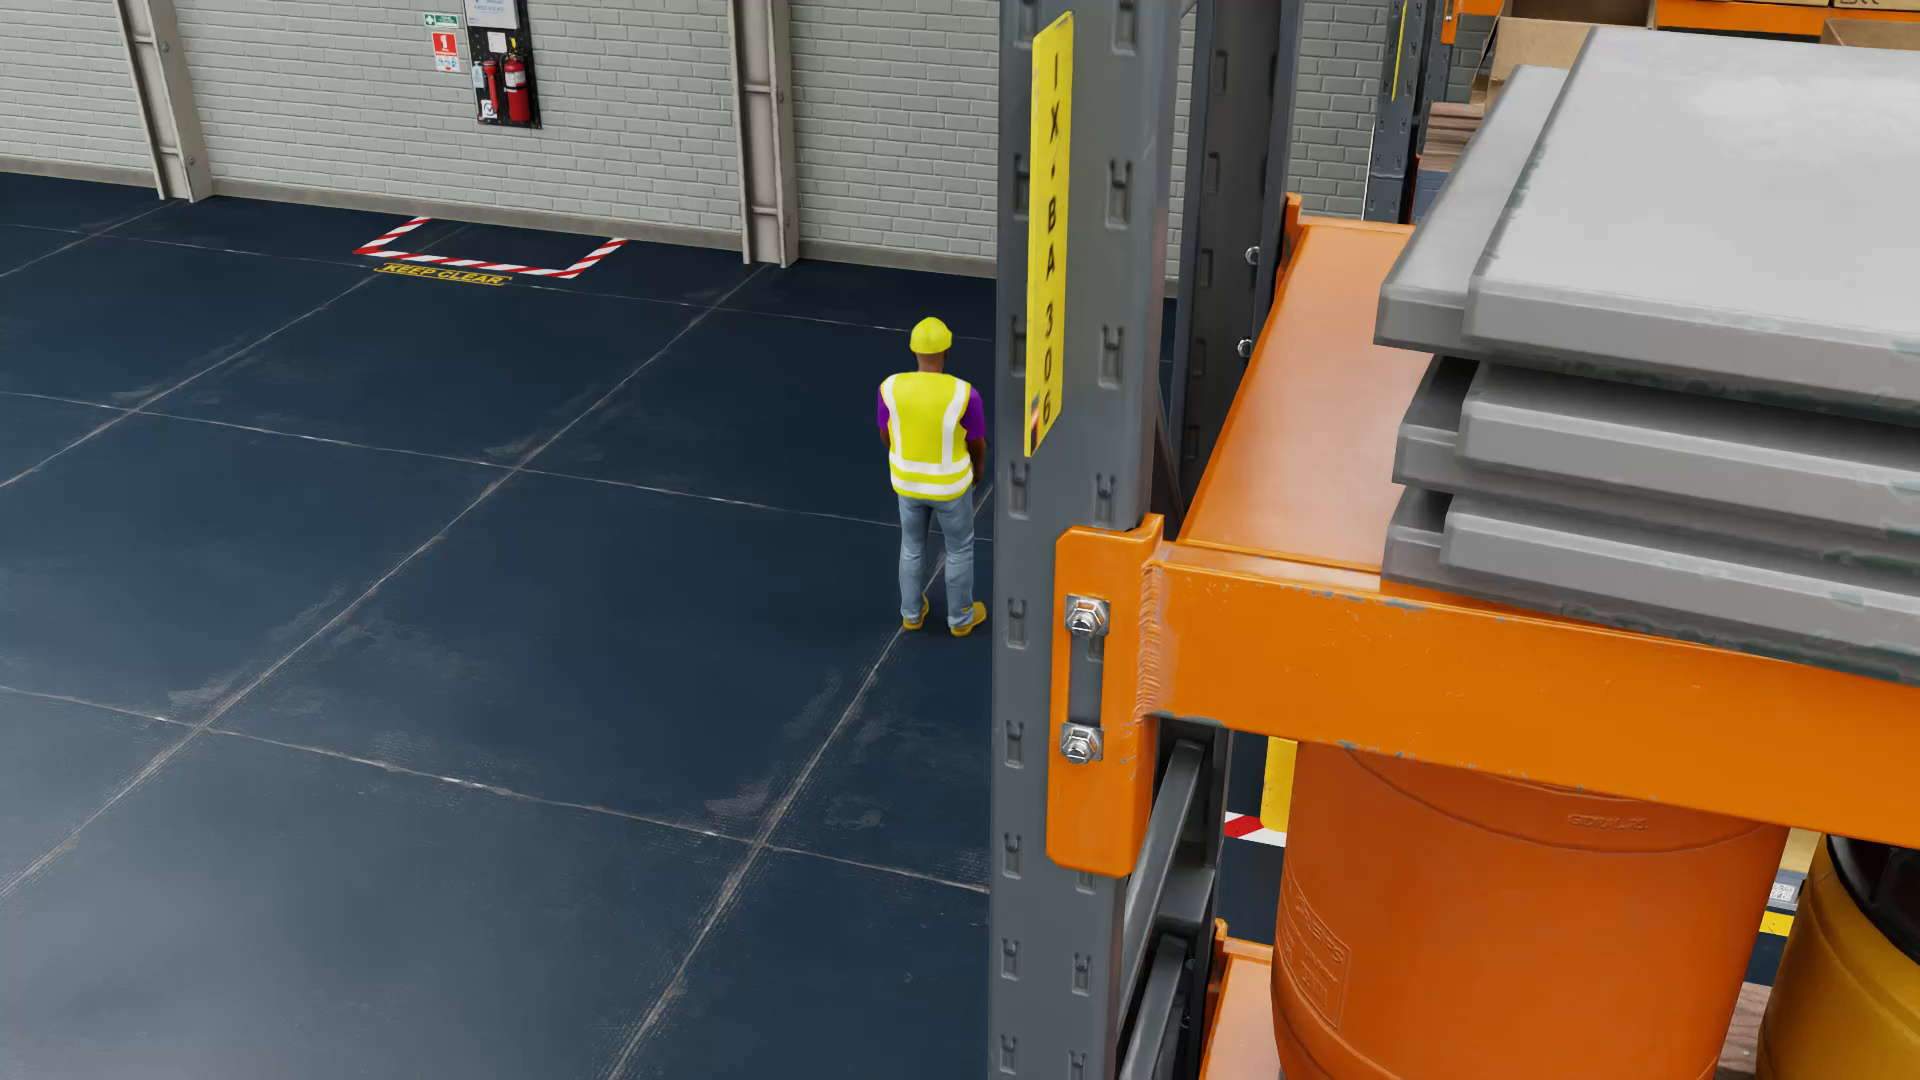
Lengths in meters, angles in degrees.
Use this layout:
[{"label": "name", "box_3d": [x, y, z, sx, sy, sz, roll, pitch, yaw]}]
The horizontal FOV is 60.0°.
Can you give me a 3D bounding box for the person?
[{"label": "person", "box_3d": [-0.132, -0.329, 8.694, 0.572, 1.766, 0.463, 8, 30, 14]}]
